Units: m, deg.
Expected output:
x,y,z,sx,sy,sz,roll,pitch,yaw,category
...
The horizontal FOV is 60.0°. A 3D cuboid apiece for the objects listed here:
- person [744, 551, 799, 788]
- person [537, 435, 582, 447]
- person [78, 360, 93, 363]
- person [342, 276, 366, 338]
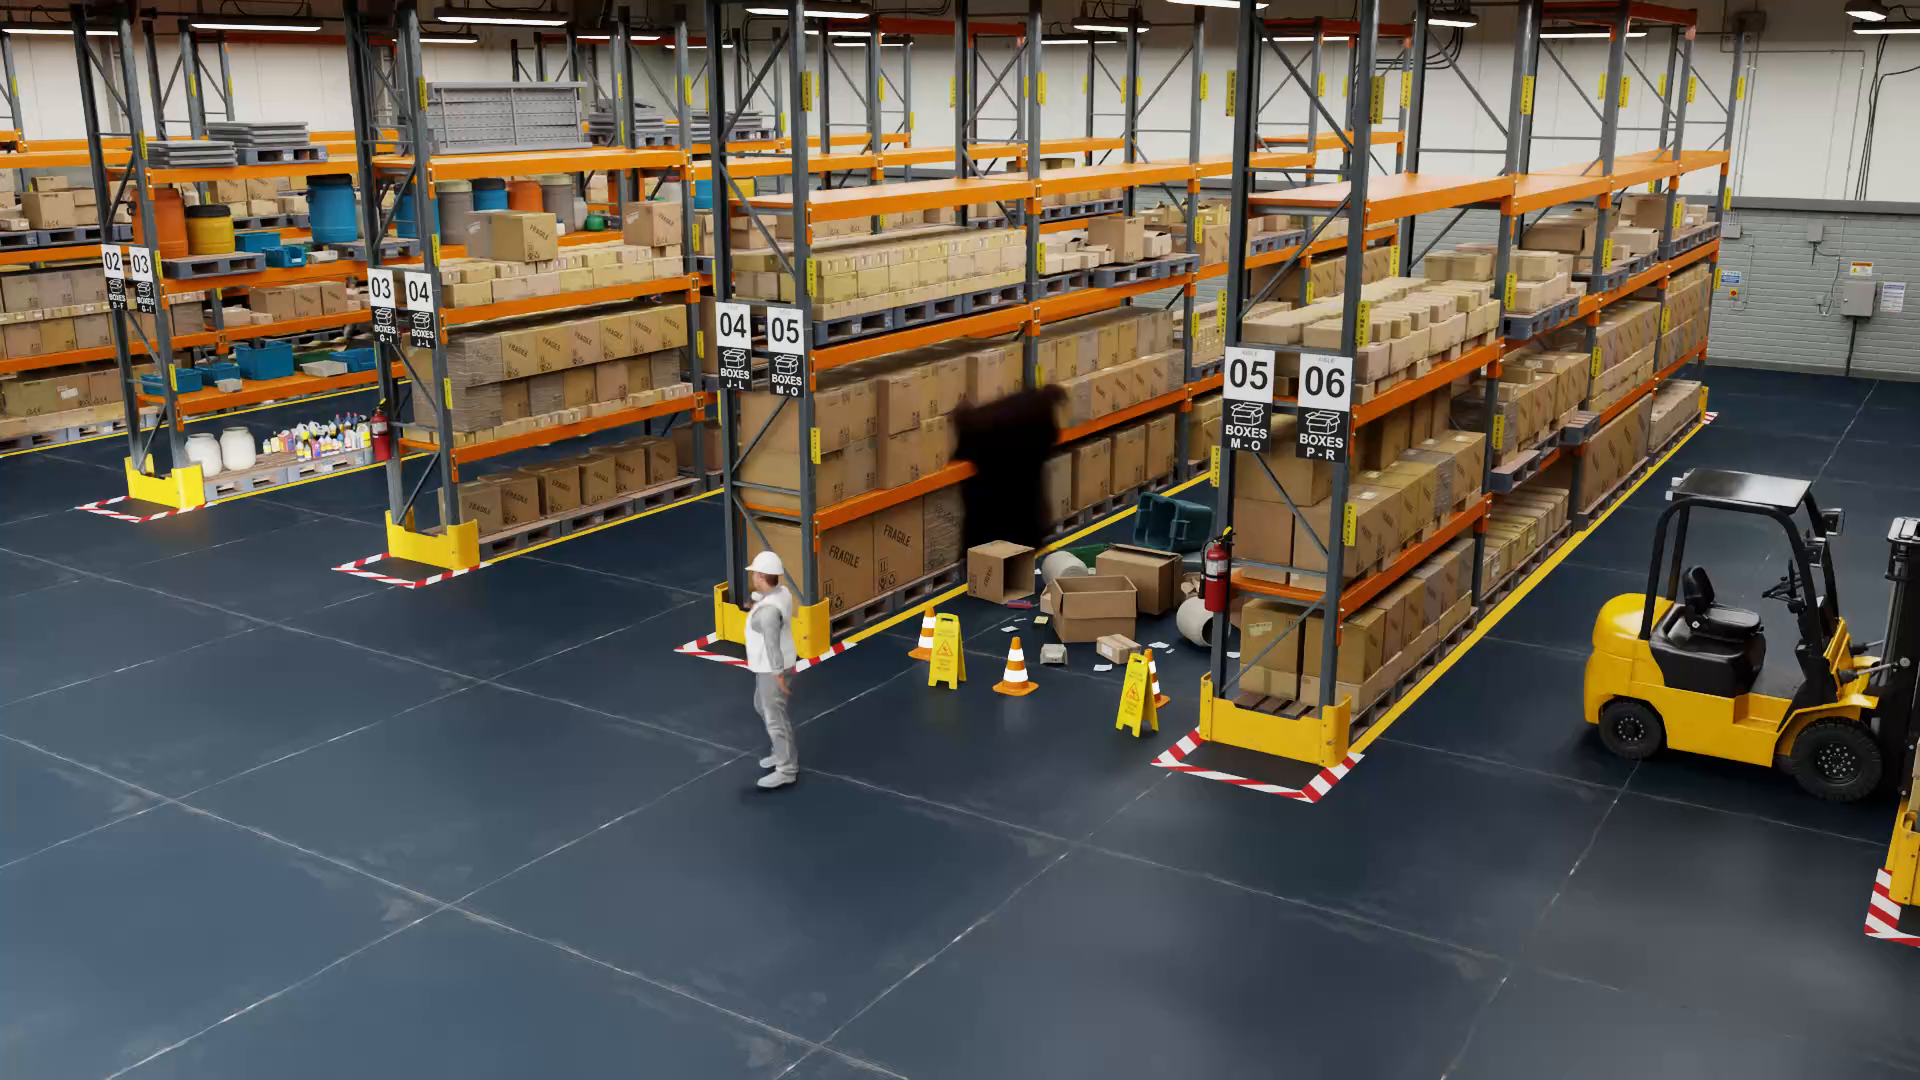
x,y,z,sx,sy,sz,roll,pitch,yaw,category
-1.411,0.950,12.497,0.370,1.810,0.620,-1,16,-4,person
-5.868,-2.150,24.053,0.478,1.542,0.828,9,18,28,person
-14.565,-3.253,27.730,0.517,1.705,0.892,5,16,18,person
-11.271,-4.075,30.899,0.602,1.666,0.913,10,18,32,person
